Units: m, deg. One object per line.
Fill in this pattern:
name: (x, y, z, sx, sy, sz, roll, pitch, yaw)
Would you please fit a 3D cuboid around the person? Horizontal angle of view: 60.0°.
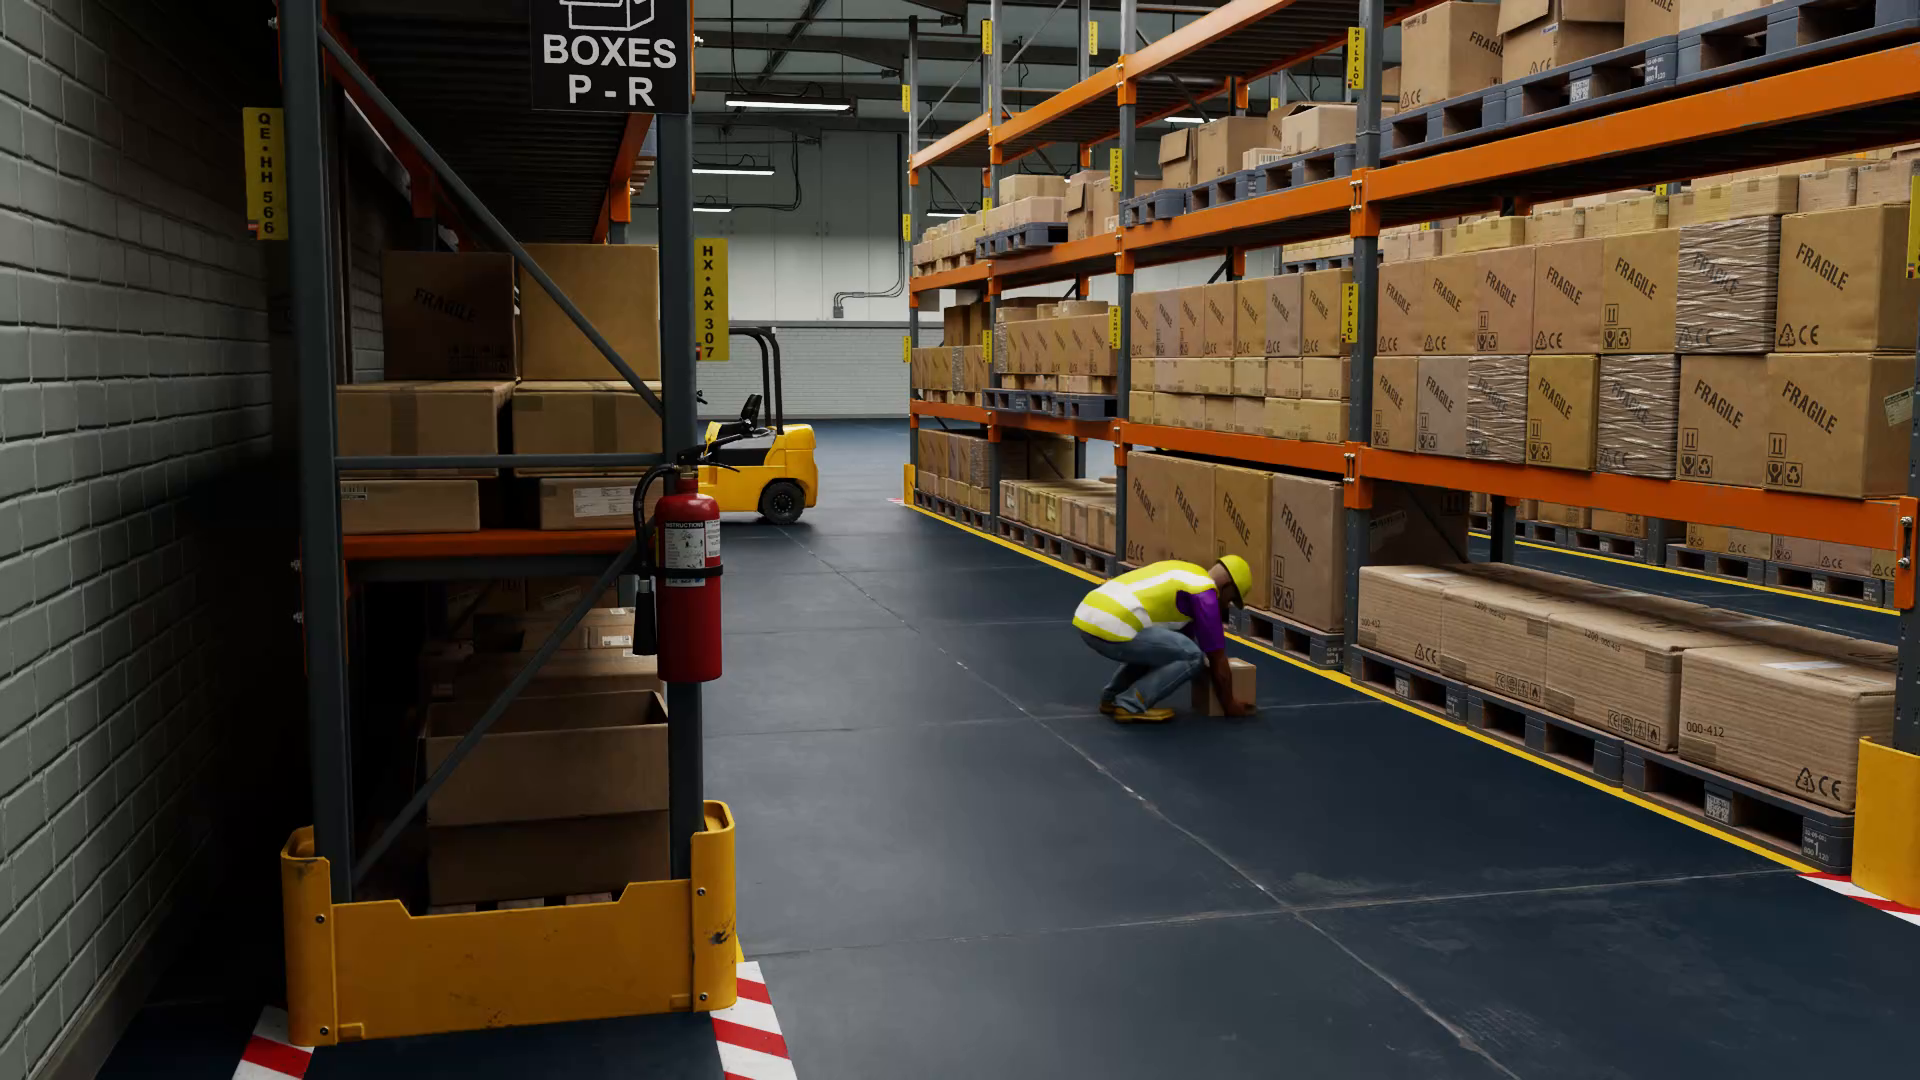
person: (1.036, 0.510, 8.391, 0.949, 0.846, 0.532, -2, 6, -15)
